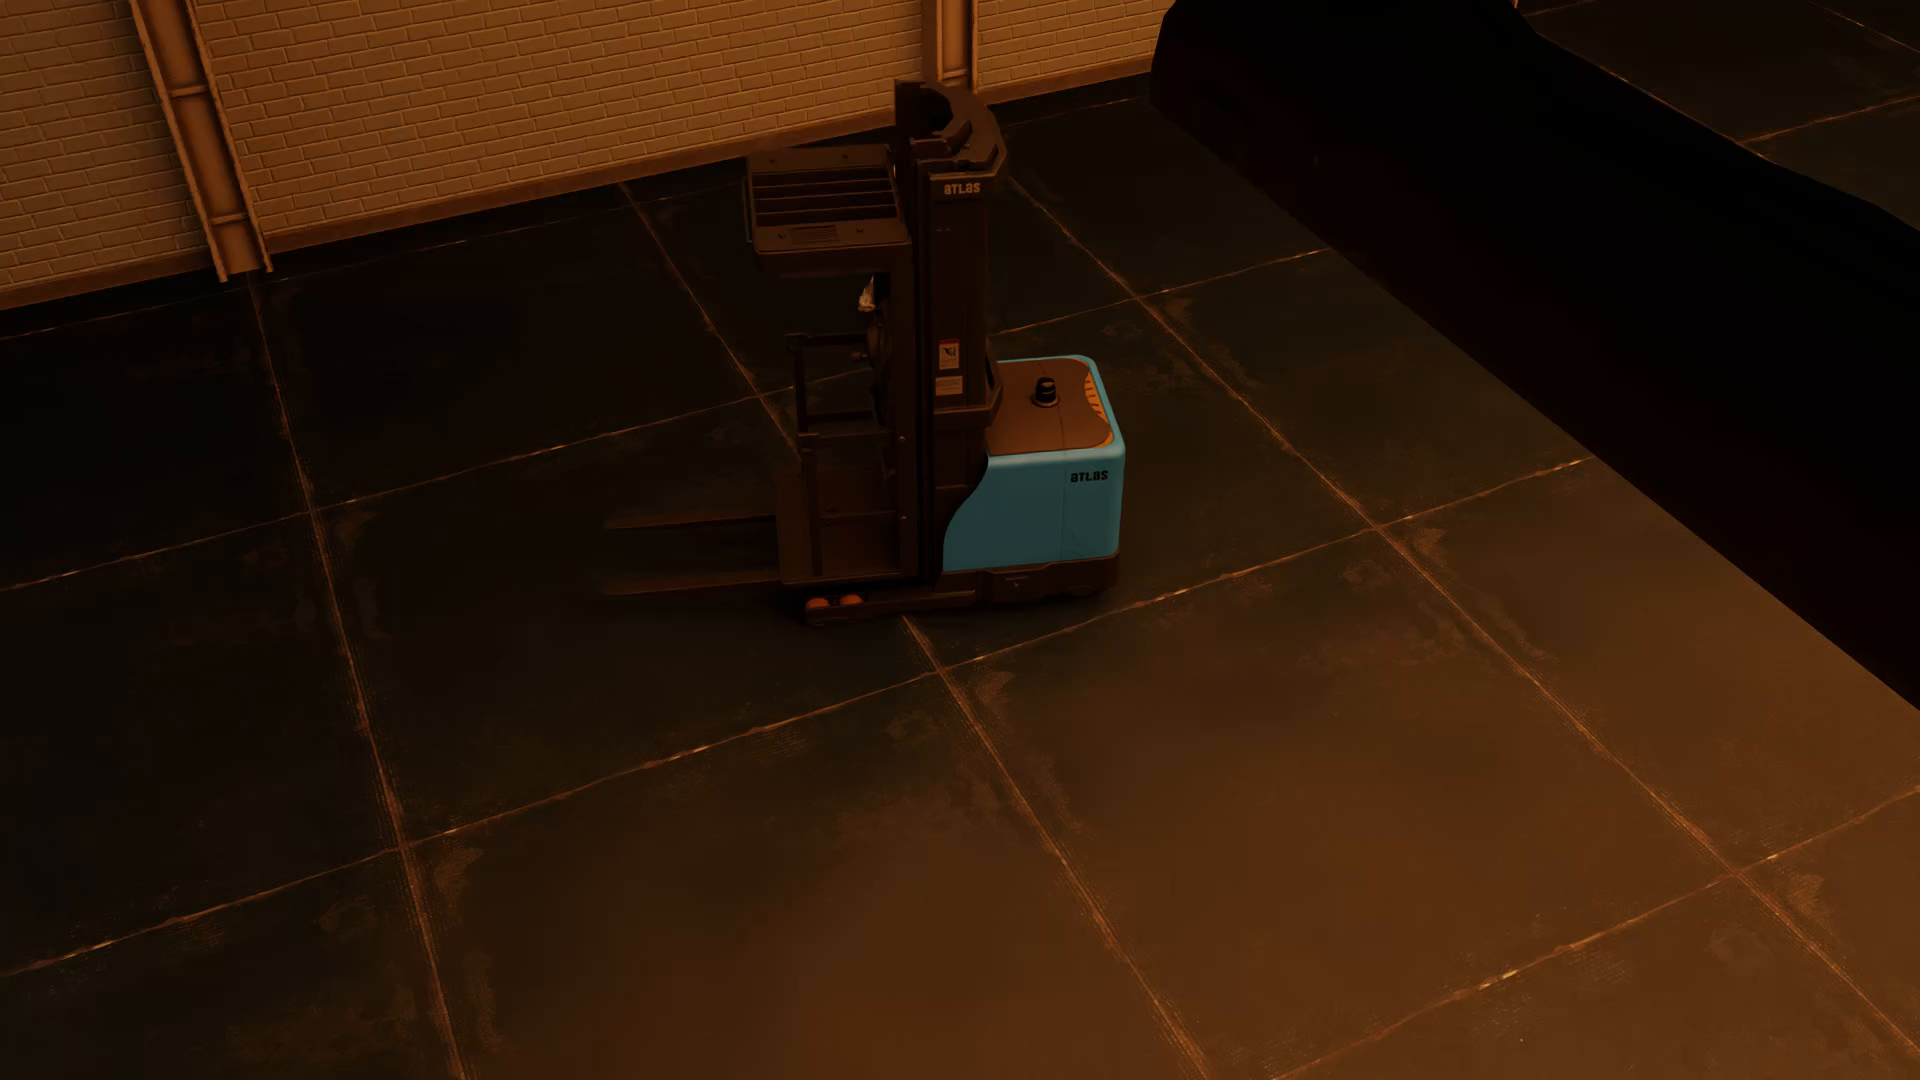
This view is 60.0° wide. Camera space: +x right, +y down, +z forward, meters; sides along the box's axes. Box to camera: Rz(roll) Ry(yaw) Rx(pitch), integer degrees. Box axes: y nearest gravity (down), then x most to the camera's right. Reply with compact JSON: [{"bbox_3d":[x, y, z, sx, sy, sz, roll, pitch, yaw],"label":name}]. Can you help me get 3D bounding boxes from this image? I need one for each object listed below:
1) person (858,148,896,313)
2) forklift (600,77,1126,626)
[{"bbox_3d":[-0.343,-2.149,11.745,0.898,1.540,0.777,32,50,33],"label":"person"},{"bbox_3d":[-0.618,-0.986,9.198,3.031,2.935,1.130,-5,40,-6],"label":"forklift"}]
